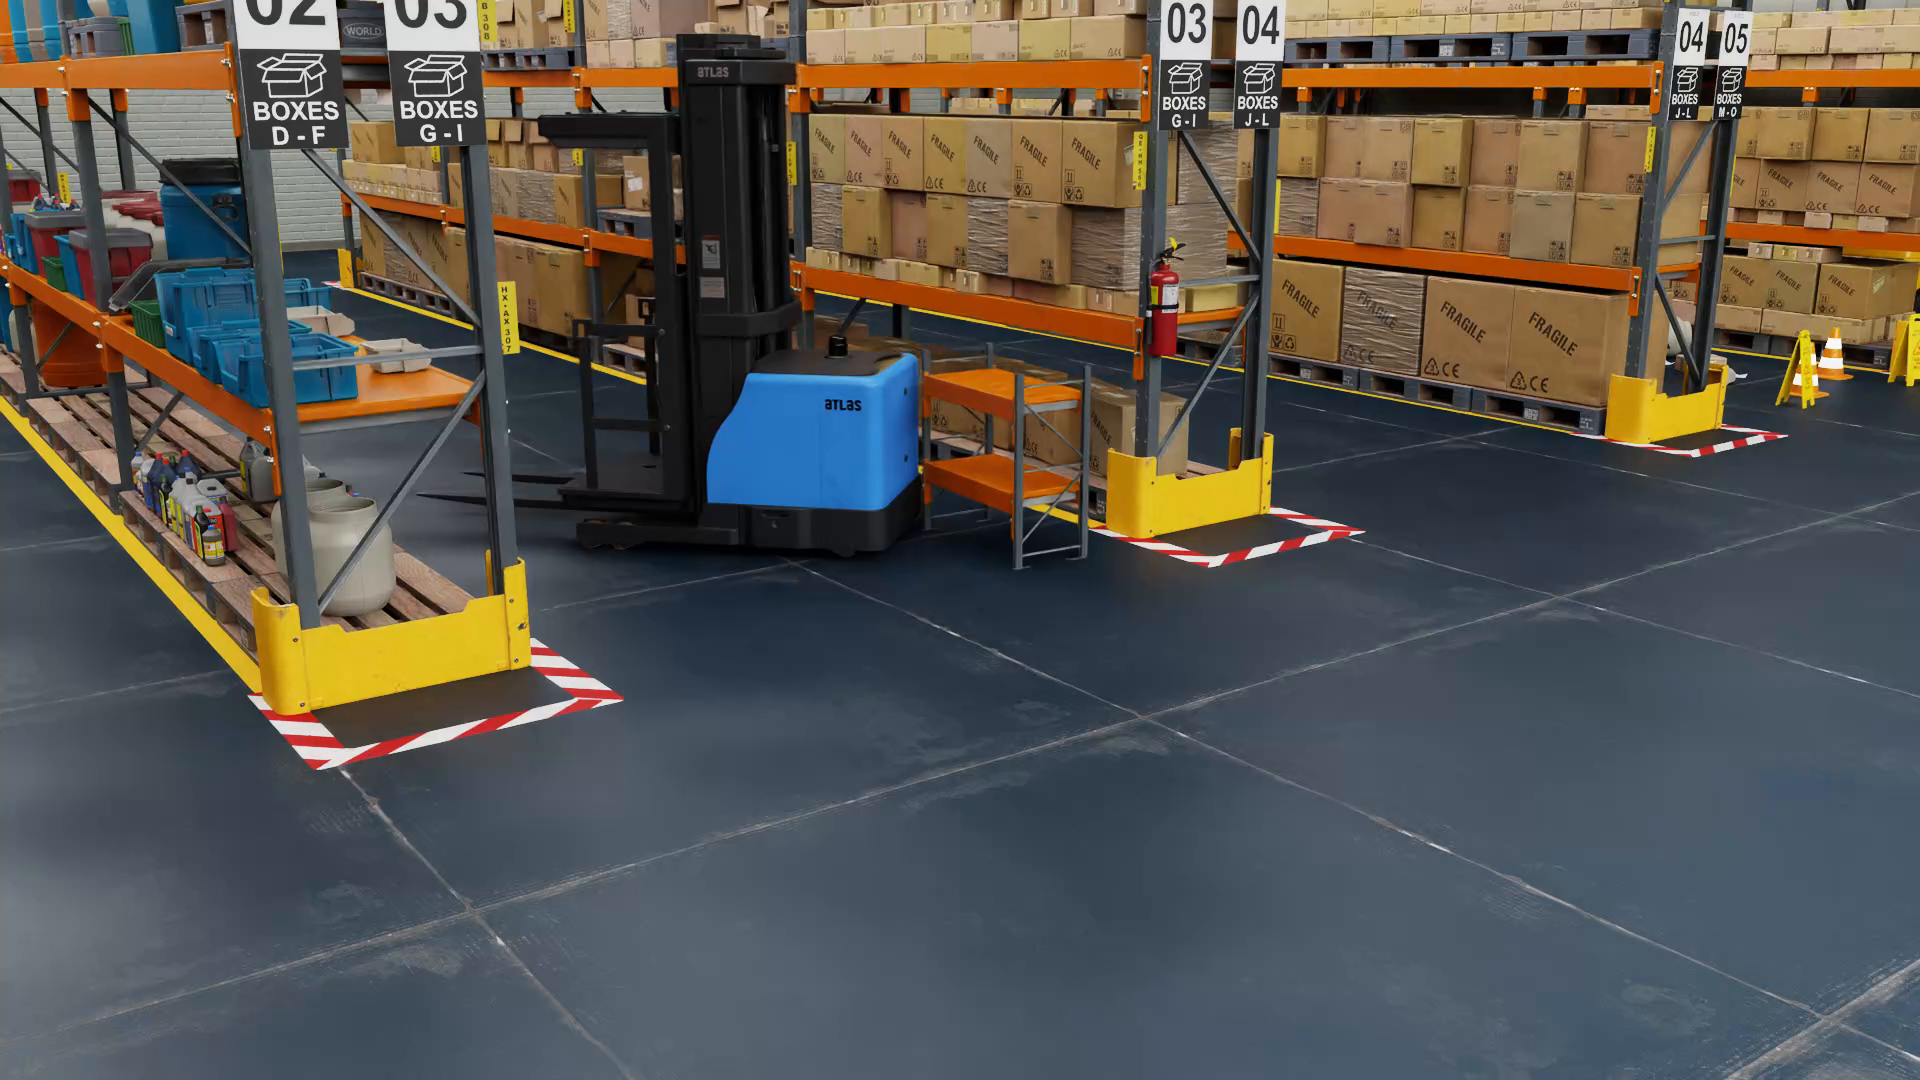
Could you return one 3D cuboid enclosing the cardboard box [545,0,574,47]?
[{"bbox_3d":[-3.621,-5.086,16.302,0.797,0.503,0.637,-10,18,-31],"label":"cardboard box"}]

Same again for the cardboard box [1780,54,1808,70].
[{"bbox_3d":[8.349,-4.734,16.483,0.380,0.149,0.250,-11,19,-36],"label":"cardboard box"}]

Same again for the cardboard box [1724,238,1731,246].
[{"bbox_3d":[10.410,-4.057,22.918,0.875,0.625,0.625,-11,19,-35],"label":"cardboard box"}]

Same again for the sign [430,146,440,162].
[{"bbox_3d":[-6.004,-4.491,19.012,0.100,0.325,0.005,-11,19,-35],"label":"sign"}]

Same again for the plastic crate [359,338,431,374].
[{"bbox_3d":[-2.773,-0.904,8.197,0.298,0.136,0.250,-11,19,-35],"label":"plastic crate"}]

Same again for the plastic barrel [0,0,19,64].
[{"bbox_3d":[-6.519,-3.804,11.797,0.600,0.830,0.708,-11,19,-35],"label":"plastic barrel"}]

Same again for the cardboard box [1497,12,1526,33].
[{"bbox_3d":[4.503,-4.120,13.255,0.380,0.149,0.250,-11,19,-35],"label":"cardboard box"}]

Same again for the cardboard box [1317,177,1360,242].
[{"bbox_3d":[3.787,-3.043,15.228,0.875,0.550,0.550,-11,19,-35],"label":"cardboard box"}]

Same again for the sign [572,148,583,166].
[{"bbox_3d":[-3.651,-3.739,15.862,0.100,0.325,0.005,-11,19,-35],"label":"sign"}]

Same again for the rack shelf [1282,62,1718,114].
[{"bbox_3d":[4.395,-3.834,14.084,1.077,0.370,4.000,-11,19,-35],"label":"rack shelf"}]

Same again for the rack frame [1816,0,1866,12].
[{"bbox_3d":[11.176,-7.616,20.858,1.000,3.000,0.127,-11,19,-35],"label":"rack frame"}]

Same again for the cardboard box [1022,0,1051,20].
[{"bbox_3d":[0.609,-3.302,10.305,0.380,0.149,0.250,-11,19,-34],"label":"cardboard box"}]

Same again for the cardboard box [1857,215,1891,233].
[{"bbox_3d":[8.884,-3.060,16.049,0.380,0.149,0.250,-11,19,-35],"label":"cardboard box"}]

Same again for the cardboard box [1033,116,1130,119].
[{"bbox_3d":[0.813,-2.607,11.273,0.500,0.500,0.500,-11,19,-35],"label":"cardboard box"}]

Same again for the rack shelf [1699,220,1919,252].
[{"bbox_3d":[8.339,-3.177,17.366,1.077,0.370,4.000,-11,19,-35],"label":"rack shelf"}]

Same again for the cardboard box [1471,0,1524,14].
[{"bbox_3d":[4.469,-4.352,13.347,0.500,0.250,0.500,-11,19,-35],"label":"cardboard box"}]

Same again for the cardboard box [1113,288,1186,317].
[{"bbox_3d":[1.165,-1.467,10.229,0.380,0.149,0.250,-11,19,-35],"label":"cardboard box"}]

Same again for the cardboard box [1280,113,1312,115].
[{"bbox_3d":[4.296,-5.406,22.062,0.500,0.500,0.500,-11,19,-36],"label":"cardboard box"}]

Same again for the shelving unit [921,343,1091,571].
[{"bbox_3d":[0.255,-0.520,9.844,0.538,1.125,1.048,-9,18,-30],"label":"shelving unit"}]

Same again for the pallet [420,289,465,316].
[{"bbox_3d":[-5.940,-2.951,20.459,1.003,0.211,1.213,-11,19,-35],"label":"pallet"}]

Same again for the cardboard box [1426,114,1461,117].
[{"bbox_3d":[6.002,-5.207,20.642,0.380,0.149,0.250,-12,19,-37],"label":"cardboard box"}]

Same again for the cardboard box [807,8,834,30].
[{"bbox_3d":[-0.911,-3.863,12.354,0.380,0.149,0.250,-12,19,-36],"label":"cardboard box"}]

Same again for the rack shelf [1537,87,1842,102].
[{"bbox_3d":[10.000,-6.250,22.909,1.077,0.370,4.000,-11,19,-35],"label":"rack shelf"}]

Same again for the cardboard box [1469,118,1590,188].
[{"bbox_3d":[4.767,-3.230,13.865,0.875,0.550,0.550,-11,19,-35],"label":"cardboard box"}]

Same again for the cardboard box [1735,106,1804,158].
[{"bbox_3d":[8.183,-4.177,17.008,0.700,0.500,0.500,-11,19,-35],"label":"cardboard box"}]

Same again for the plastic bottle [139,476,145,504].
[{"bbox_3d":[-4.907,-0.328,10.058,0.097,0.201,0.097,0,15,0],"label":"plastic bottle"}]

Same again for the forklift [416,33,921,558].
[{"bbox_3d":[-1.814,-1.488,9.960,3.031,2.935,1.130,3,16,11],"label":"forklift"}]

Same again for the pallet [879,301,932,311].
[{"bbox_3d":[-0.304,-3.098,20.996,1.003,0.211,1.213,-11,19,-35],"label":"pallet"}]

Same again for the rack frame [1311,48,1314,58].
[{"bbox_3d":[4.812,-7.699,21.160,1.000,3.000,0.127,-11,19,-35],"label":"rack frame"}]

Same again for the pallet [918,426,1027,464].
[{"bbox_3d":[0.292,-0.670,12.123,1.003,0.211,1.213,-11,19,-35],"label":"pallet"}]

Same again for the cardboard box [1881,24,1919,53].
[{"bbox_3d":[8.997,-4.683,15.542,0.500,0.250,0.500,-11,19,-35],"label":"cardboard box"}]

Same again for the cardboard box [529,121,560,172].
[{"bbox_3d":[-4.002,-4.098,17.276,0.797,0.503,0.637,-10,18,-33],"label":"cardboard box"}]

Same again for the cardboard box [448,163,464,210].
[{"bbox_3d":[-5.488,-4.033,18.939,0.500,0.500,0.500,-11,19,-34],"label":"cardboard box"}]

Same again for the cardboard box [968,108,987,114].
[{"bbox_3d":[0.469,-6.789,27.114,0.500,0.500,0.500,-11,19,-36],"label":"cardboard box"}]

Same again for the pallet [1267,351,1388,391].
[{"bbox_3d":[3.603,-1.642,15.676,1.003,0.211,1.213,-11,19,-35],"label":"pallet"}]

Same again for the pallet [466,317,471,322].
[{"bbox_3d":[-5.042,-2.624,19.262,1.003,0.211,1.213,-11,19,-35],"label":"pallet"}]

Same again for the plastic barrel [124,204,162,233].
[{"bbox_3d":[-5.675,-2.105,11.828,0.433,0.535,0.433,0,15,0],"label":"plastic barrel"}]

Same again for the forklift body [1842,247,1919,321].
[{"bbox_3d":[10.938,-3.581,19.086,2.313,2.155,1.214,-11,19,-35],"label":"forklift body"}]

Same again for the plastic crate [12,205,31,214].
[{"bbox_3d":[-9.721,-3.376,17.115,0.396,0.136,0.243,-11,19,-35],"label":"plastic crate"}]

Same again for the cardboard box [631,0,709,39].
[{"bbox_3d":[-2.539,-4.648,14.558,0.500,0.500,0.500,-12,19,-36],"label":"cardboard box"}]

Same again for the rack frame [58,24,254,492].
[{"bbox_3d":[-4.859,-1.645,10.403,1.000,3.000,0.127,-11,19,-35],"label":"rack frame"}]

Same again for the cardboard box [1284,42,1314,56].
[{"bbox_3d":[4.468,-6.562,21.696,0.797,0.503,0.637,-12,20,-38],"label":"cardboard box"}]

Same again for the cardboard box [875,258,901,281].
[{"bbox_3d":[-0.395,-1.983,12.117,0.380,0.149,0.250,-11,19,-35],"label":"cardboard box"}]

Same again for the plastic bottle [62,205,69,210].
[{"bbox_3d":[-8.343,-2.995,15.572,0.152,0.276,0.135,-11,19,-35],"label":"plastic bottle"}]

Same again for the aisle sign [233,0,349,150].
[{"bbox_3d":[-2.705,-1.983,6.714,0.394,0.787,0.004,-11,19,-35],"label":"aisle sign"}]

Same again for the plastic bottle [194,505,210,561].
[{"bbox_3d":[-4.025,-0.039,8.848,0.061,0.283,0.133,-10,18,-33],"label":"plastic bottle"}]

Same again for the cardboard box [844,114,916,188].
[{"bbox_3d":[-0.498,-2.845,12.143,0.500,0.500,0.500,-11,19,-35],"label":"cardboard box"}]

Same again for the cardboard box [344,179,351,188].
[{"bbox_3d":[-7.966,-4.728,22.143,0.380,0.149,0.250,-11,19,-34],"label":"cardboard box"}]

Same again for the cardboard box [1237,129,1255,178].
[{"bbox_3d":[2.922,-3.797,16.184,0.700,0.500,0.500,-11,19,-35],"label":"cardboard box"}]

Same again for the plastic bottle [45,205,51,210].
[{"bbox_3d":[-8.569,-3.019,15.668,0.097,0.271,0.097,0,15,0],"label":"plastic bottle"}]

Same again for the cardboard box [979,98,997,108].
[{"bbox_3d":[0.534,-7.067,26.902,0.380,0.149,0.250,-12,19,-36],"label":"cardboard box"}]

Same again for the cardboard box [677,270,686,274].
[{"bbox_3d":[-2.466,-2.386,15.591,0.500,0.250,0.500,-8,17,-28],"label":"cardboard box"}]

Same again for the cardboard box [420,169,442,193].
[{"bbox_3d":[-6.028,-4.246,19.629,0.500,0.250,0.500,-11,19,-36],"label":"cardboard box"}]

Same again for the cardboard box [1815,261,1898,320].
[{"bbox_3d":[8.833,-2.466,16.397,0.500,0.500,0.500,-11,19,-34],"label":"cardboard box"}]

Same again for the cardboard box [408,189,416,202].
[{"bbox_3d":[-6.454,-4.179,20.140,0.380,0.149,0.250,-10,18,-34],"label":"cardboard box"}]
